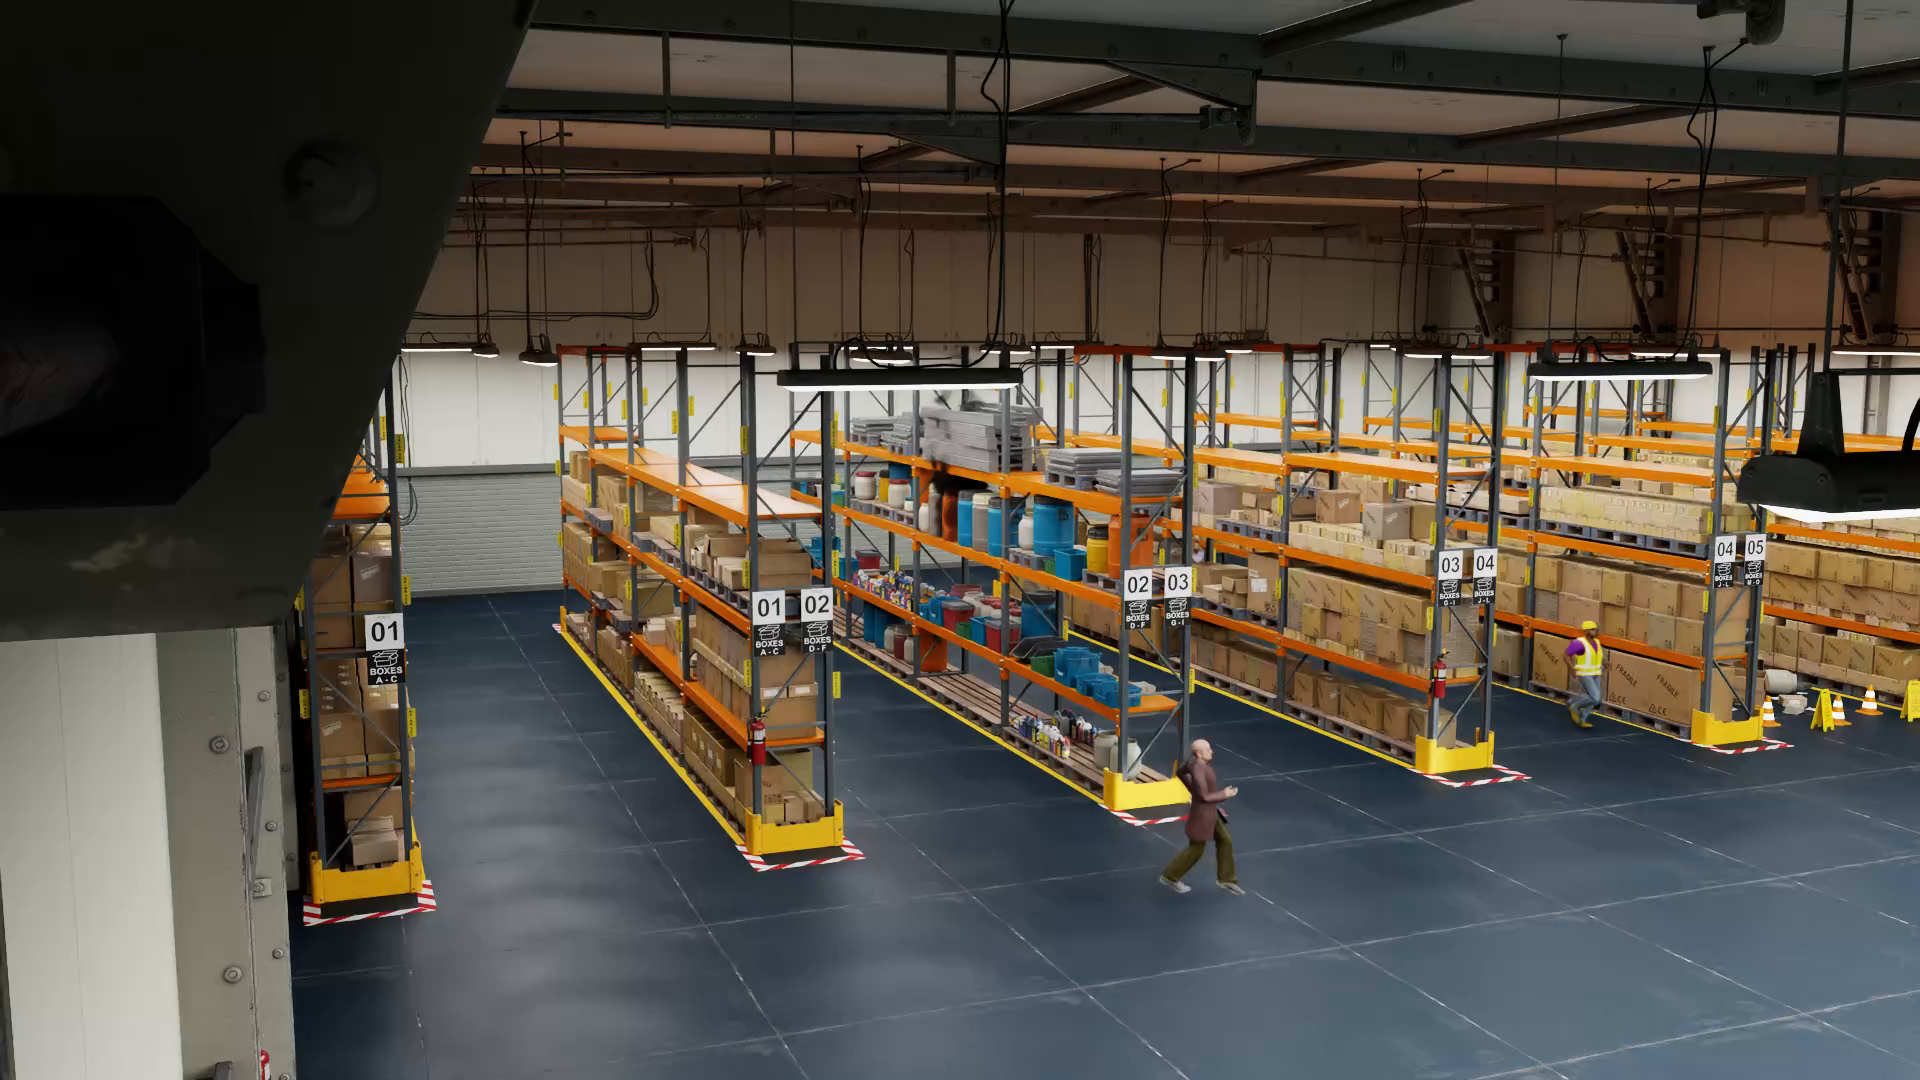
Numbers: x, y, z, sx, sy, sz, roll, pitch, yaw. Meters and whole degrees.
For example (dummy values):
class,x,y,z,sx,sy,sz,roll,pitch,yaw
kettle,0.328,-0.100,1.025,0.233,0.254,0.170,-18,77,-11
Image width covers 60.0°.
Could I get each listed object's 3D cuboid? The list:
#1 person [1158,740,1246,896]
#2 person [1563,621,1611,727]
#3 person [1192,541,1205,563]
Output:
class,x,y,z,sx,sy,sz,roll,pitch,yaw
person,2.725,3.111,18.587,0.973,1.811,0.729,2,7,12
person,9.971,2.137,26.303,0.691,1.723,0.586,-4,8,-30
person,5.250,0.806,37.443,0.591,1.596,0.656,-2,8,-16
